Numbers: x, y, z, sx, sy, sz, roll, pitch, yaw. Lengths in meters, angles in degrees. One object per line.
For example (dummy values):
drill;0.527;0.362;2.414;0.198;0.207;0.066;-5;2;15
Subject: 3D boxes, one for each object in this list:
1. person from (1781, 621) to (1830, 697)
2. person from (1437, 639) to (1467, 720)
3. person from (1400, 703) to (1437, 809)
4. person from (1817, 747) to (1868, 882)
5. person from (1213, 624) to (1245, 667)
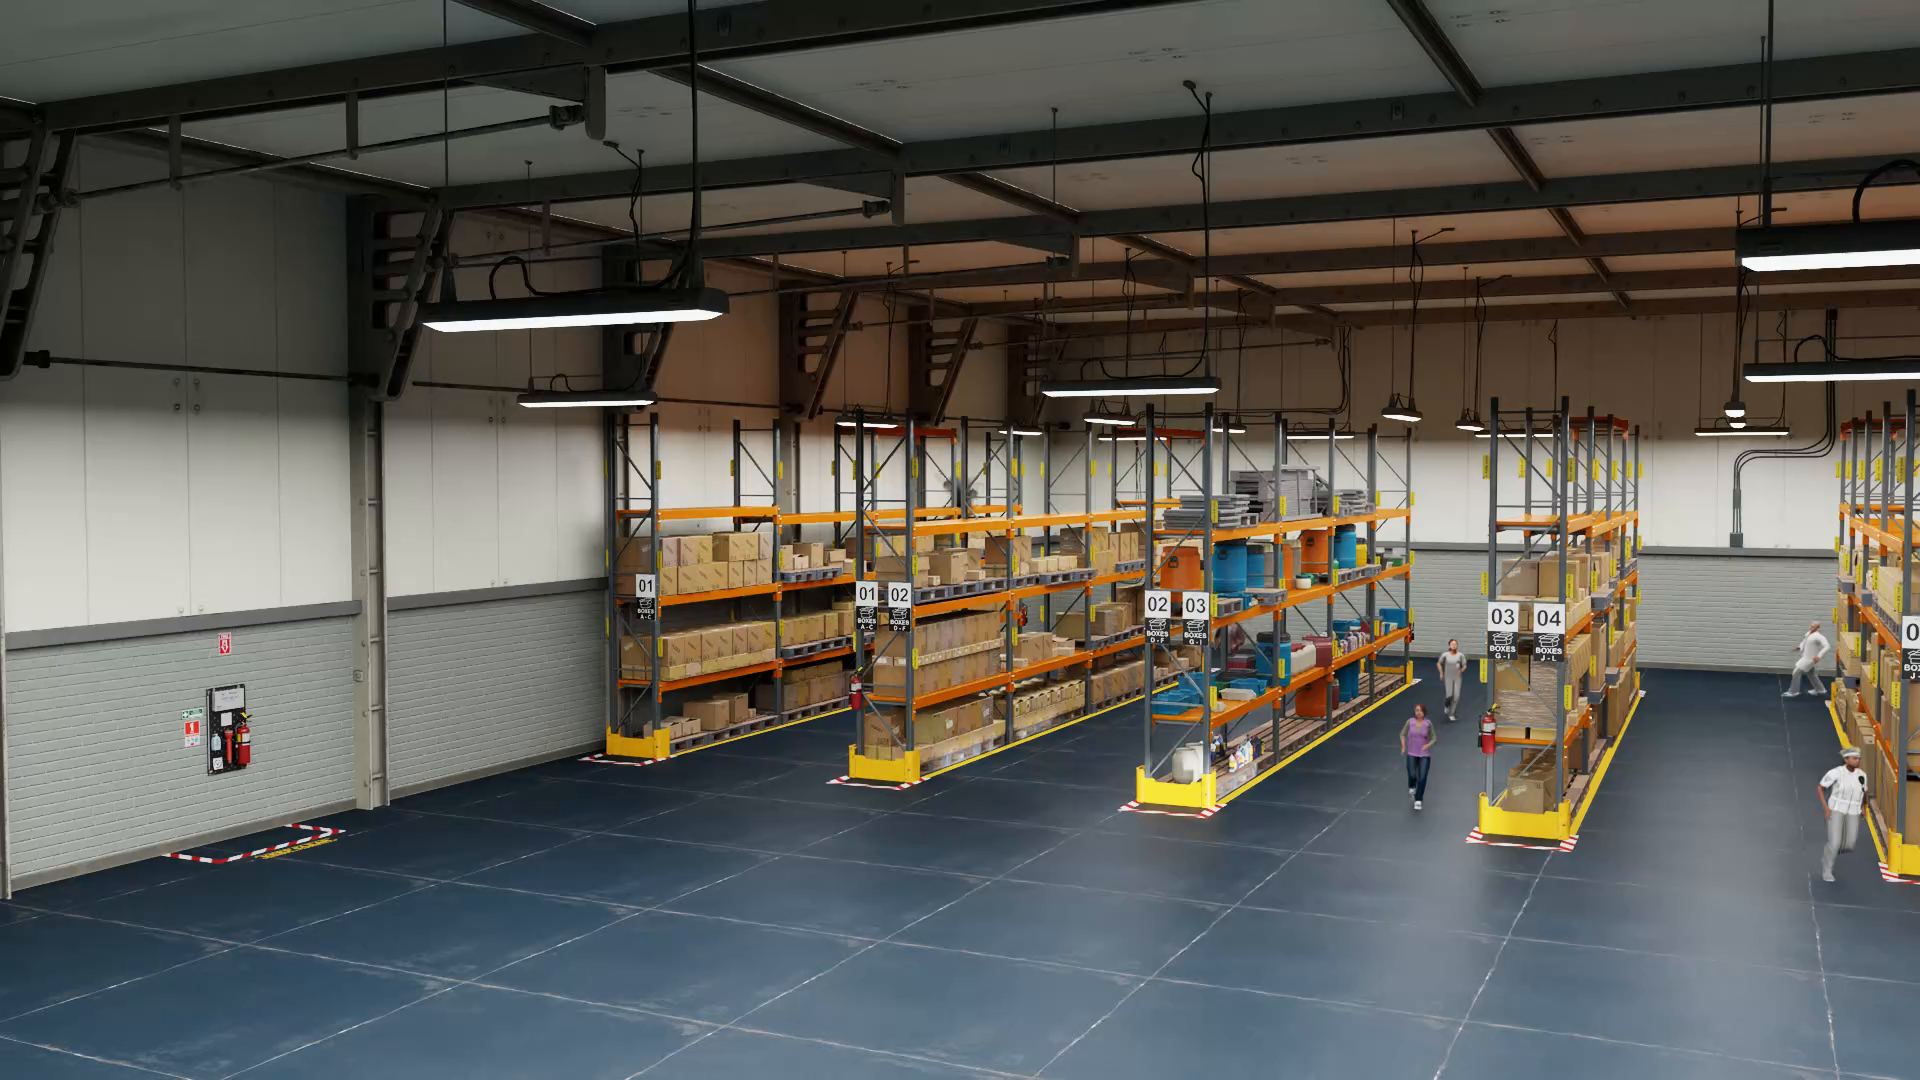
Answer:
person;18.579;2.716;36.544;0.934;1.536;0.842;1;3;26
person;9.845;2.790;33.236;0.559;1.627;0.556;0;2;9
person;6.758;3.195;24.542;0.536;1.560;0.496;1;3;17
person;10.838;3.337;20.412;0.620;1.637;0.536;0;2;5
person;6.060;2.553;37.568;0.716;1.736;0.833;1;3;18
